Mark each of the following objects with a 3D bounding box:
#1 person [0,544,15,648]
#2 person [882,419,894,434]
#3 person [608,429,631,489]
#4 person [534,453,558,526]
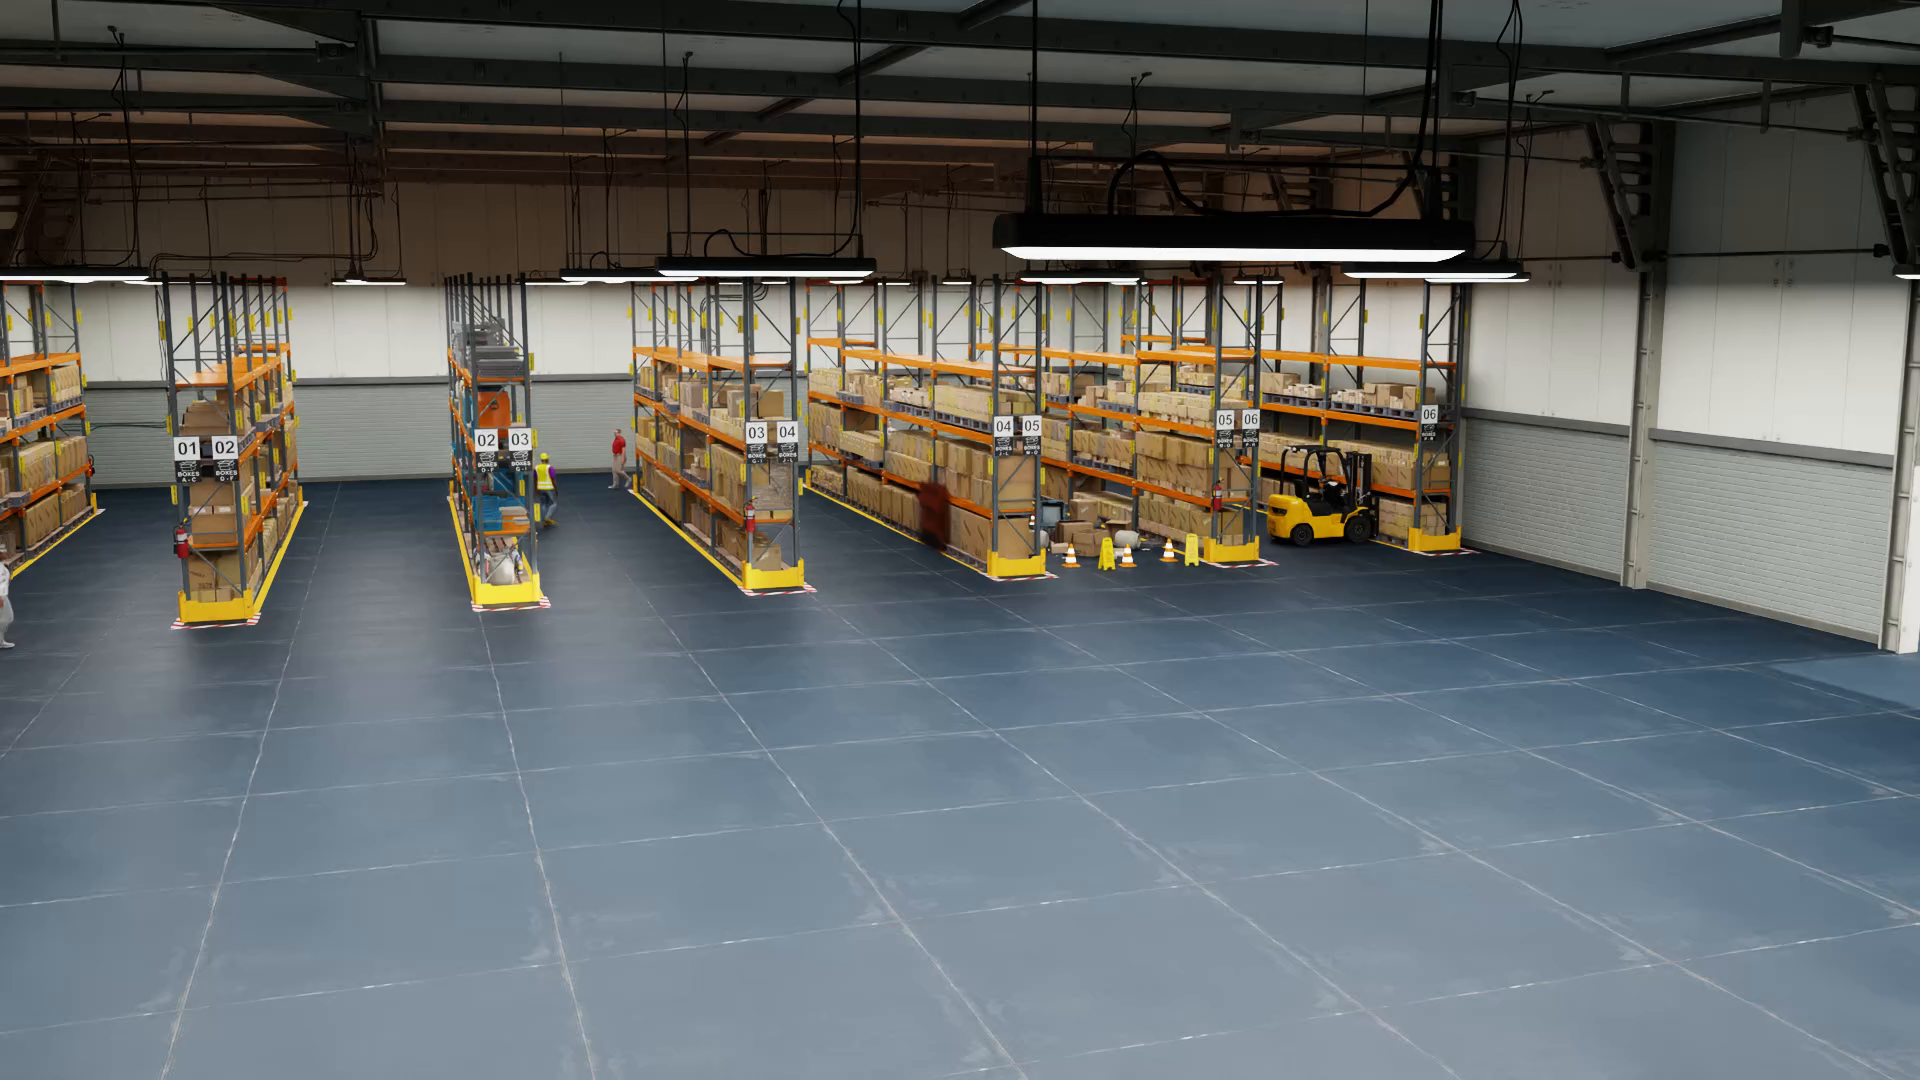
[{"bbox_3d":[-15.336,0.905,26.459,0.453,1.672,0.480,-5,10,-27],"label":"person"},{"bbox_3d":[-2.256,-2.909,51.835,0.548,1.737,0.508,7,11,39],"label":"person"},{"bbox_3d":[-9.804,-2.343,47.788,0.643,1.723,0.610,-6,11,-35],"label":"person"},{"bbox_3d":[-10.047,-1.217,40.314,0.607,1.769,0.497,3,9,20],"label":"person"}]
